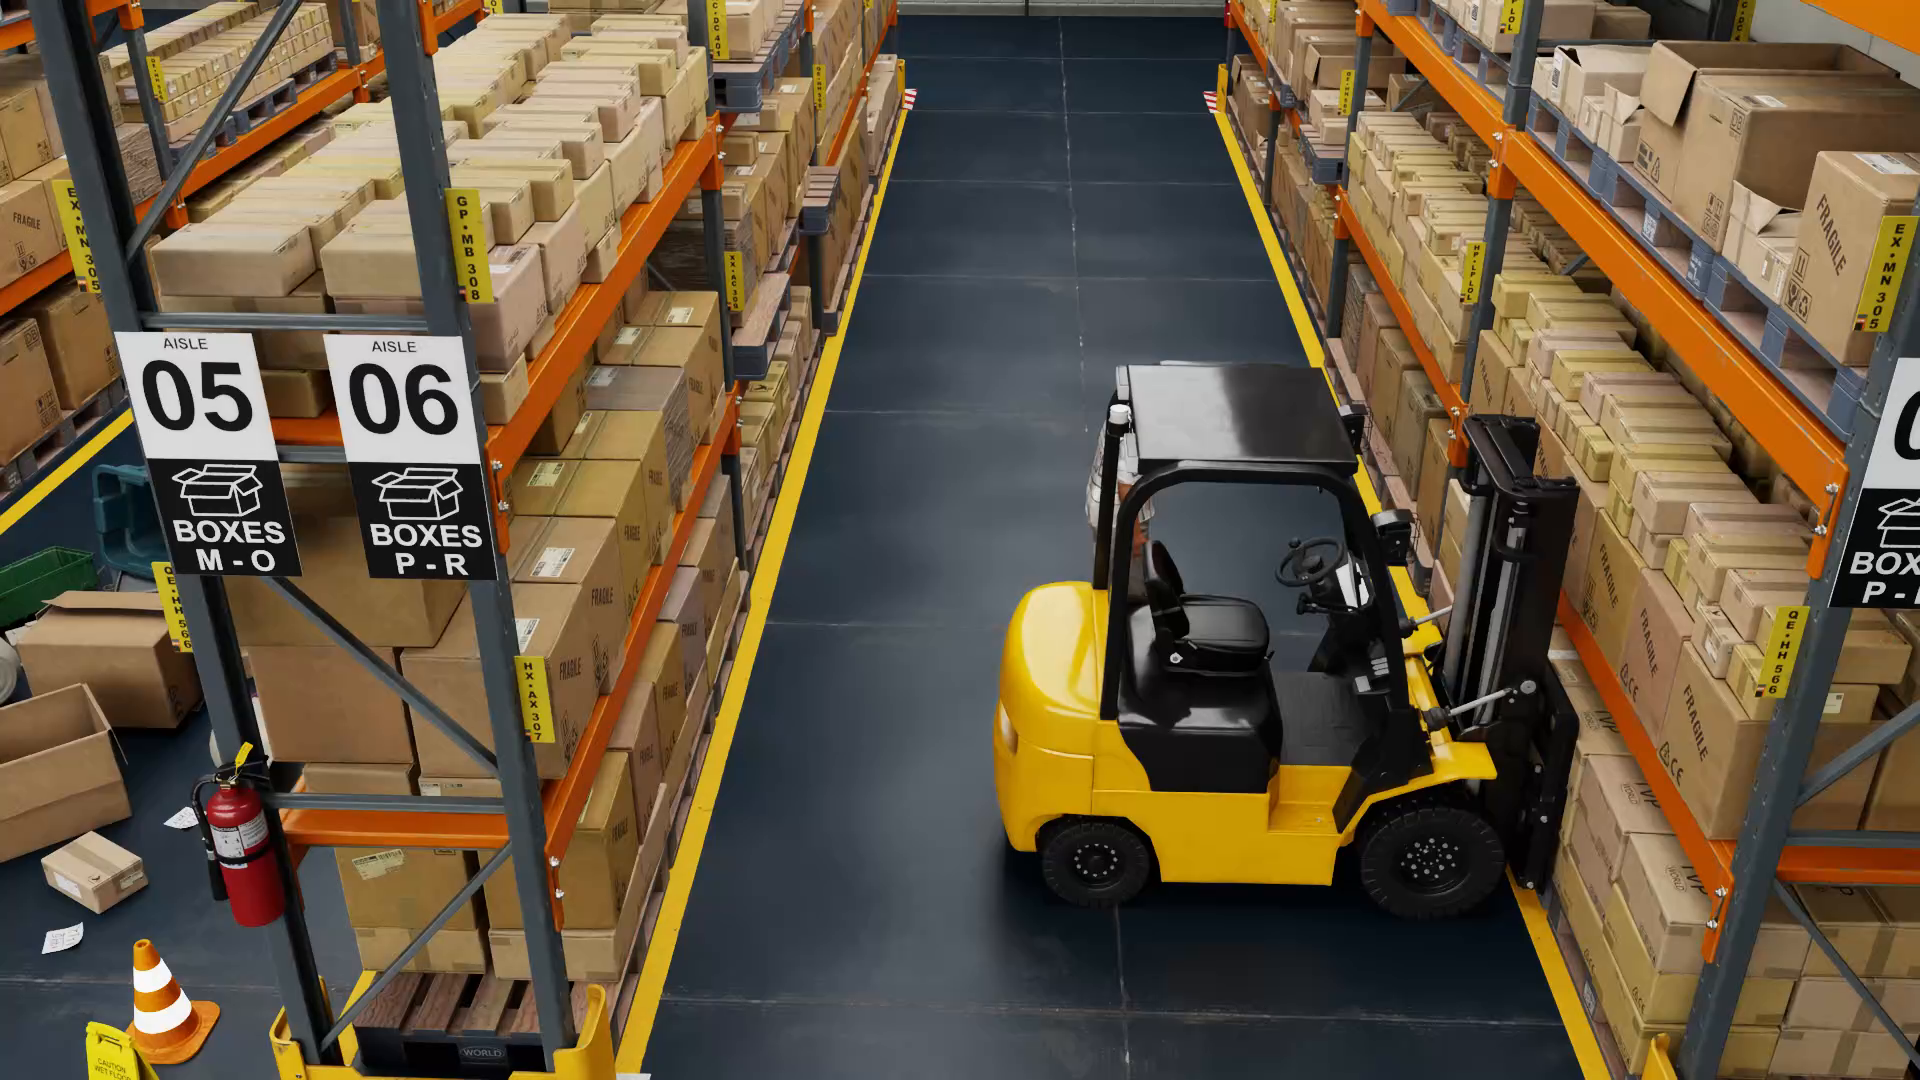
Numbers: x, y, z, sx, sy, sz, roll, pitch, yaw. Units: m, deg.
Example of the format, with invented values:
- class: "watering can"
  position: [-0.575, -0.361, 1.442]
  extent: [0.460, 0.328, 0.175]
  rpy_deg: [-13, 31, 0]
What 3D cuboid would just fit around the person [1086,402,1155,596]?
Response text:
- class: "person"
  position: [0.869, -0.112, 8.840]
  extent: [0.396, 1.652, 0.553]
  rpy_deg: [0, 28, 1]
